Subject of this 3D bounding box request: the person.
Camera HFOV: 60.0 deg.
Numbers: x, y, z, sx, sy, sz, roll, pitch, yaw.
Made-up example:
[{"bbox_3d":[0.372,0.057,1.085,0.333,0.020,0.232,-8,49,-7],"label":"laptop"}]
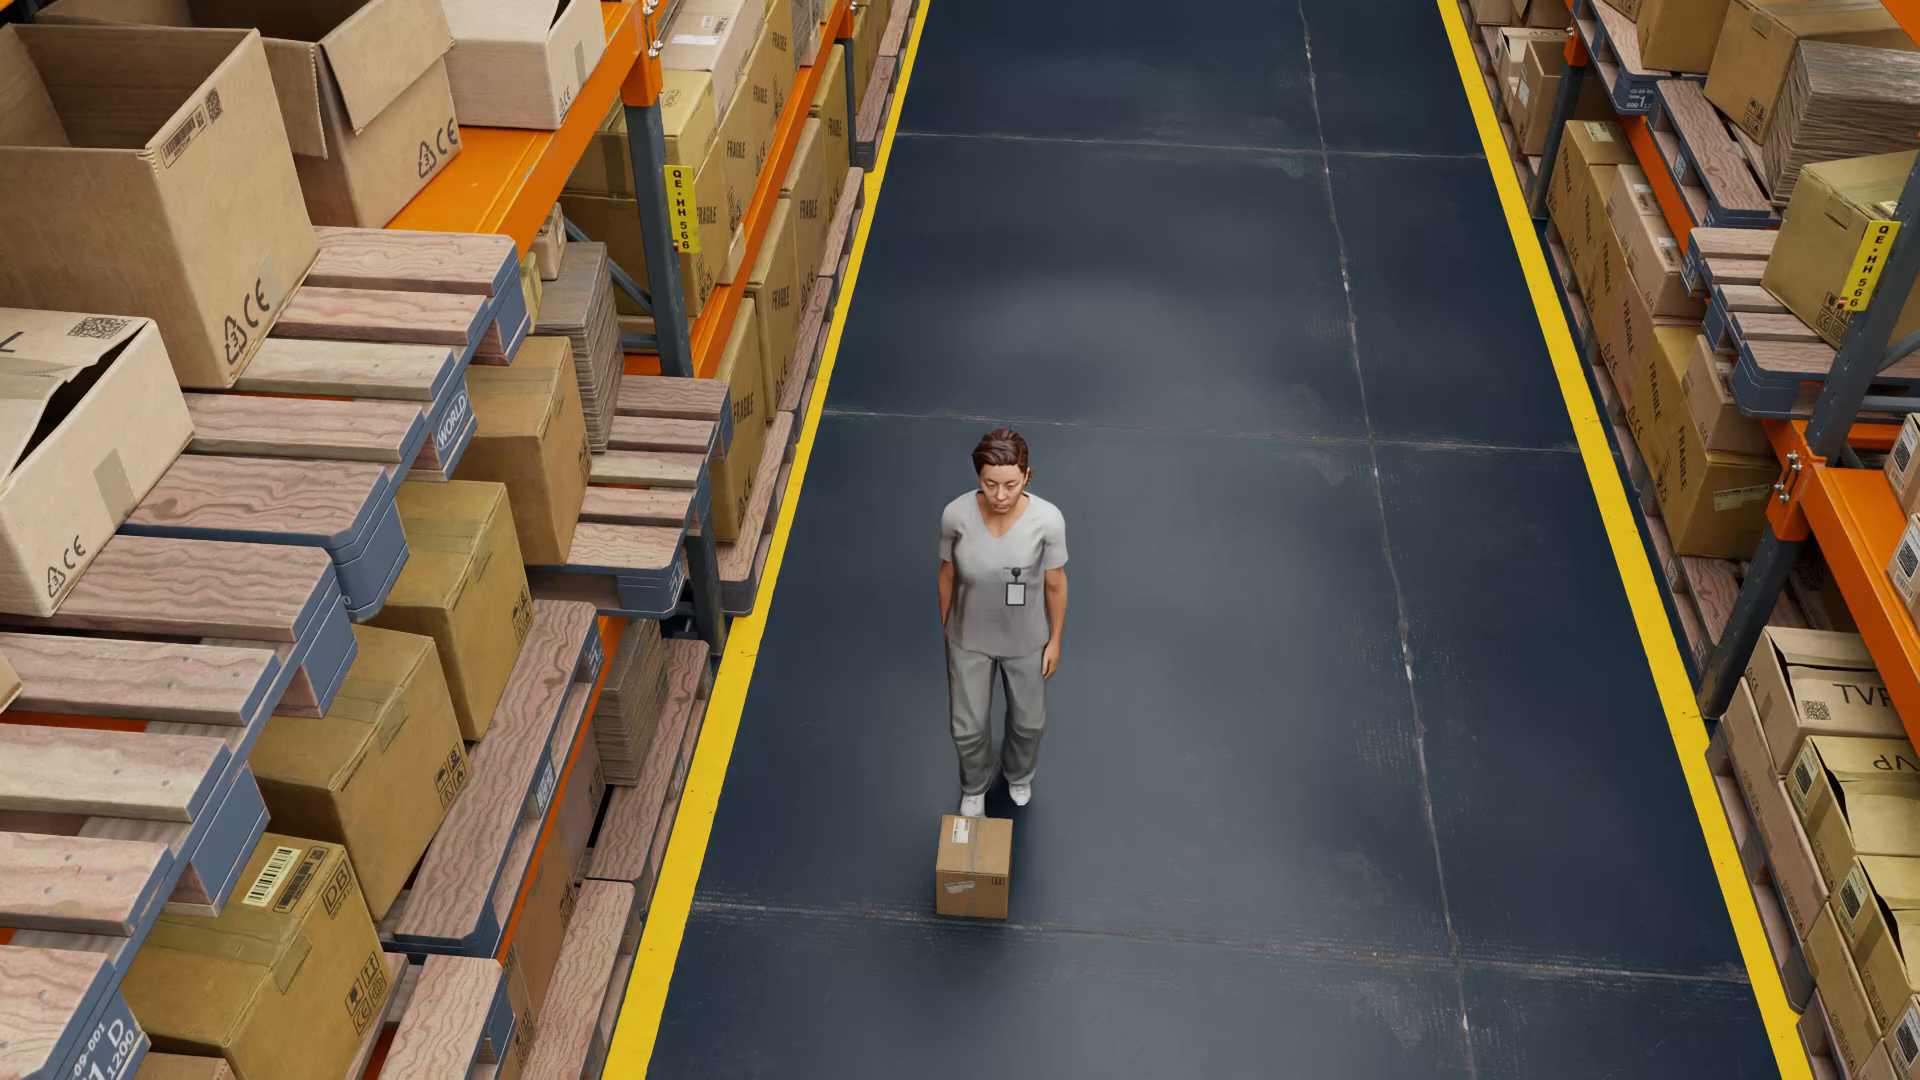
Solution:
[{"bbox_3d":[0.139,0.353,5.799,0.451,1.707,0.422,5,40,5],"label":"person"}]
